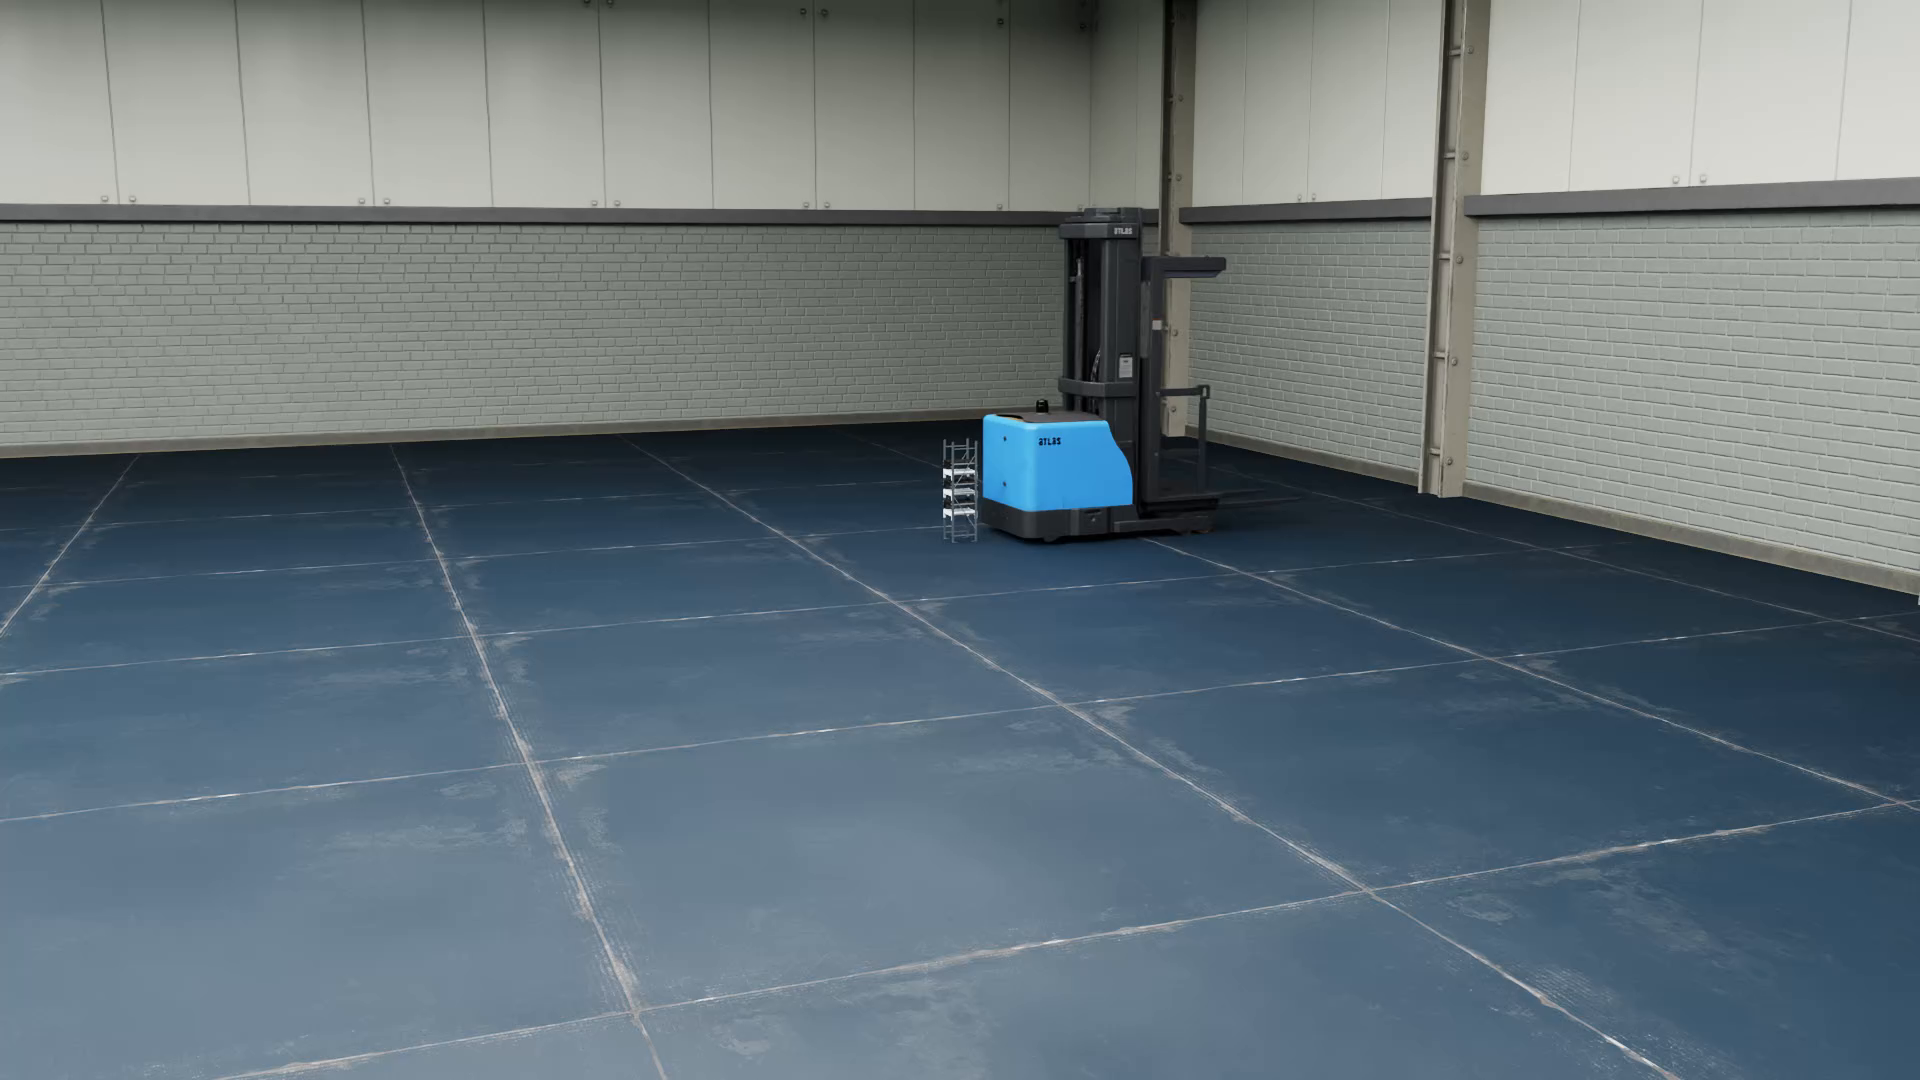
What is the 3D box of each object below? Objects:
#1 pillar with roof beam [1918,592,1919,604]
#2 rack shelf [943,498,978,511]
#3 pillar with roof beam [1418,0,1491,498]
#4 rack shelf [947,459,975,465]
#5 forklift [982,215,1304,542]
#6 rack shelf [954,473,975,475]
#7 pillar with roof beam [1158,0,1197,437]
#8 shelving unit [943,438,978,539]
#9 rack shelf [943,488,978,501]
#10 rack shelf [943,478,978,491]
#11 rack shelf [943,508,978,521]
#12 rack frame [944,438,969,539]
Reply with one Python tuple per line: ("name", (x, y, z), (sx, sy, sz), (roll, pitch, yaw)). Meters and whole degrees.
("pillar with roof beam", (3.267, -3.663, 9.816), (9.100, 9.000, 0.400), (-4, 11, -21))
("rack shelf", (0.003, -0.320, 14.855), (0.258, 0.077, 0.200), (-4, 11, -21))
("pillar with roof beam", (1.093, -4.642, 15.321), (9.100, 9.000, 0.400), (-4, 11, -21))
("rack shelf", (0.003, -0.695, 14.789), (0.221, 0.026, 0.190), (-4, 11, -21))
("forklift", (1.766, -1.537, 15.375), (3.031, 2.867, 1.129), (-4, 11, -23))
("rack shelf", (0.003, -0.601, 14.806), (0.199, 0.015, 0.184), (-4, 11, -21))
("pillar with roof beam", (-1.081, -5.621, 20.827), (9.100, 9.000, 0.400), (-4, 11, -21))
("shelving unit", (0.002, -0.442, 14.836), (0.258, 0.900, 0.205), (-4, 11, -21))
("rack shelf", (0.003, -0.409, 14.840), (0.258, 0.077, 0.200), (-4, 11, -21))
("rack shelf", (0.003, -0.498, 14.824), (0.258, 0.077, 0.200), (-4, 11, -21))
("rack shelf", (0.003, -0.232, 14.871), (0.258, 0.077, 0.200), (-4, 11, -21))
("rack frame", (-0.034, -0.458, 14.927), (0.240, 0.900, 0.006), (-4, 11, -21))
